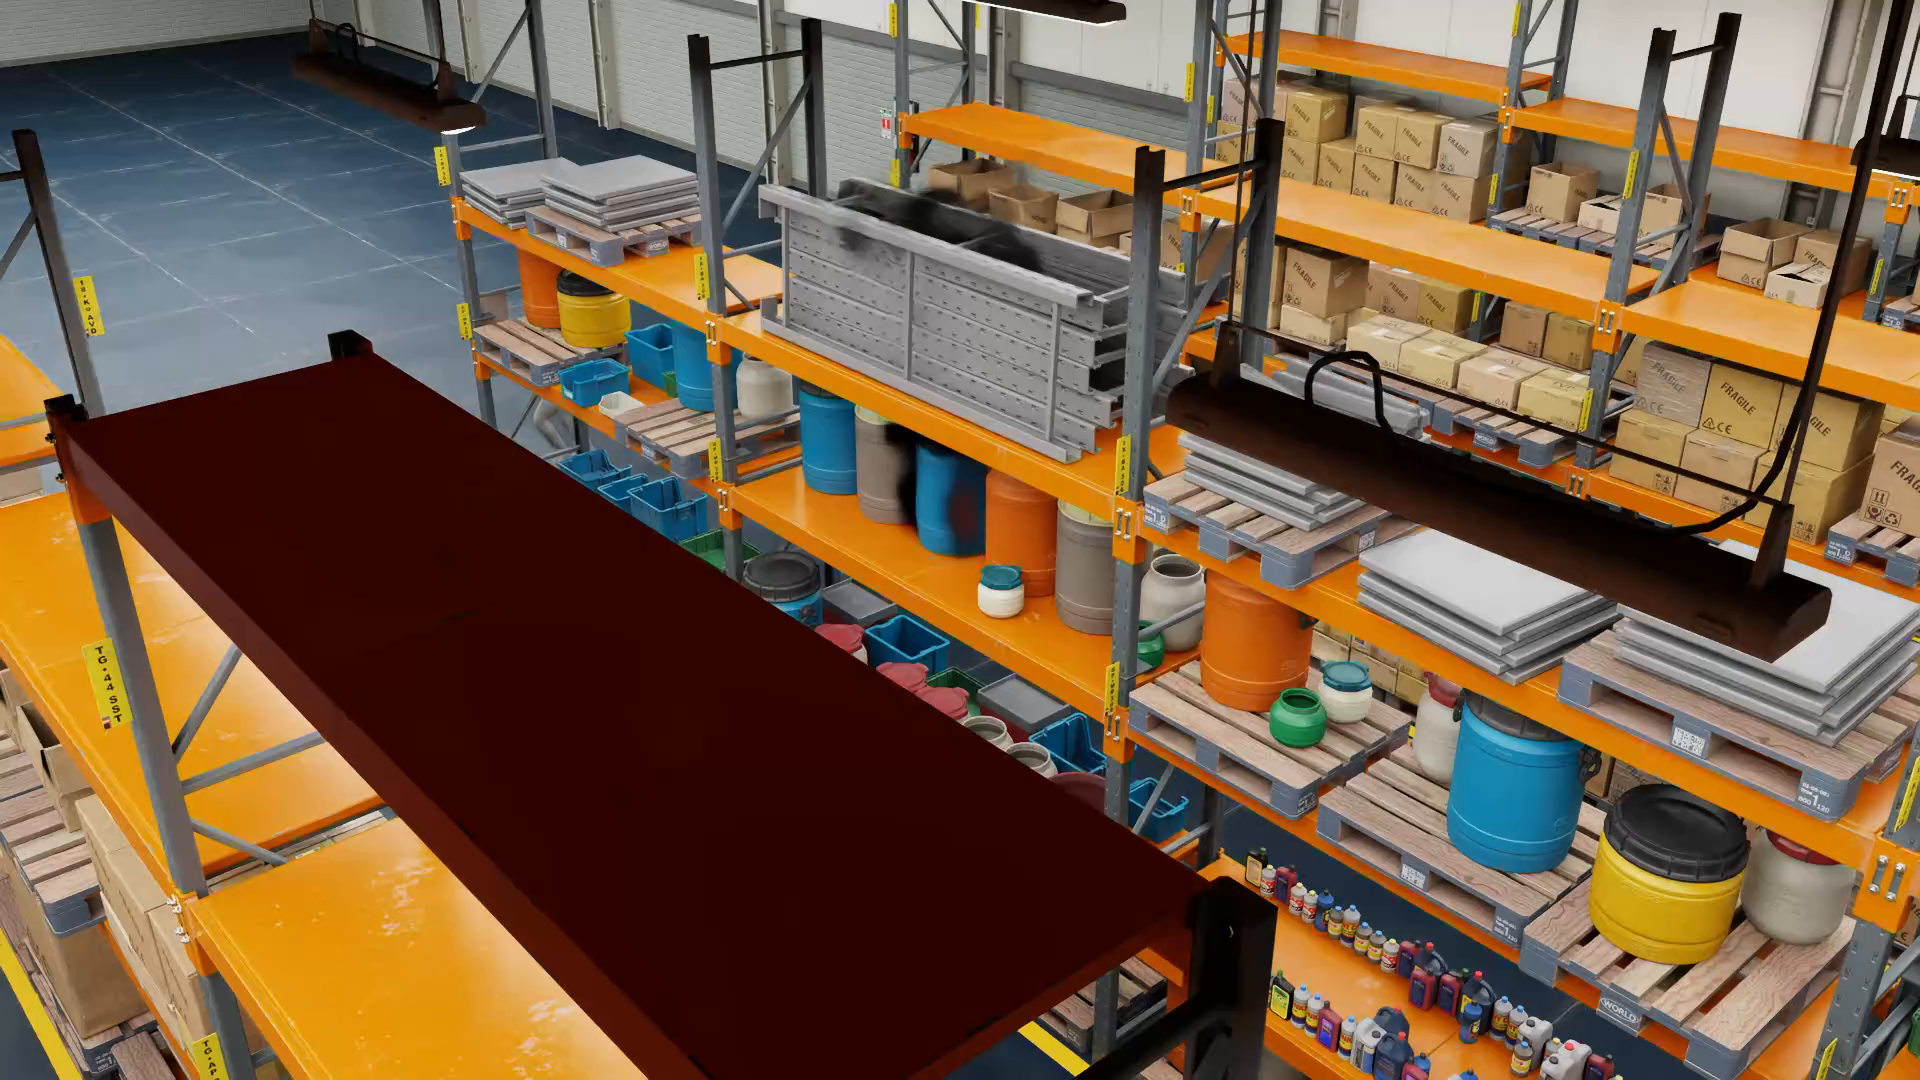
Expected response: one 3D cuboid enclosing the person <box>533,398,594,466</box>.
[{"bbox_3d":[-4.627,-1.685,19.035,0.709,1.726,0.542,-6,28,-12],"label":"person"}]
